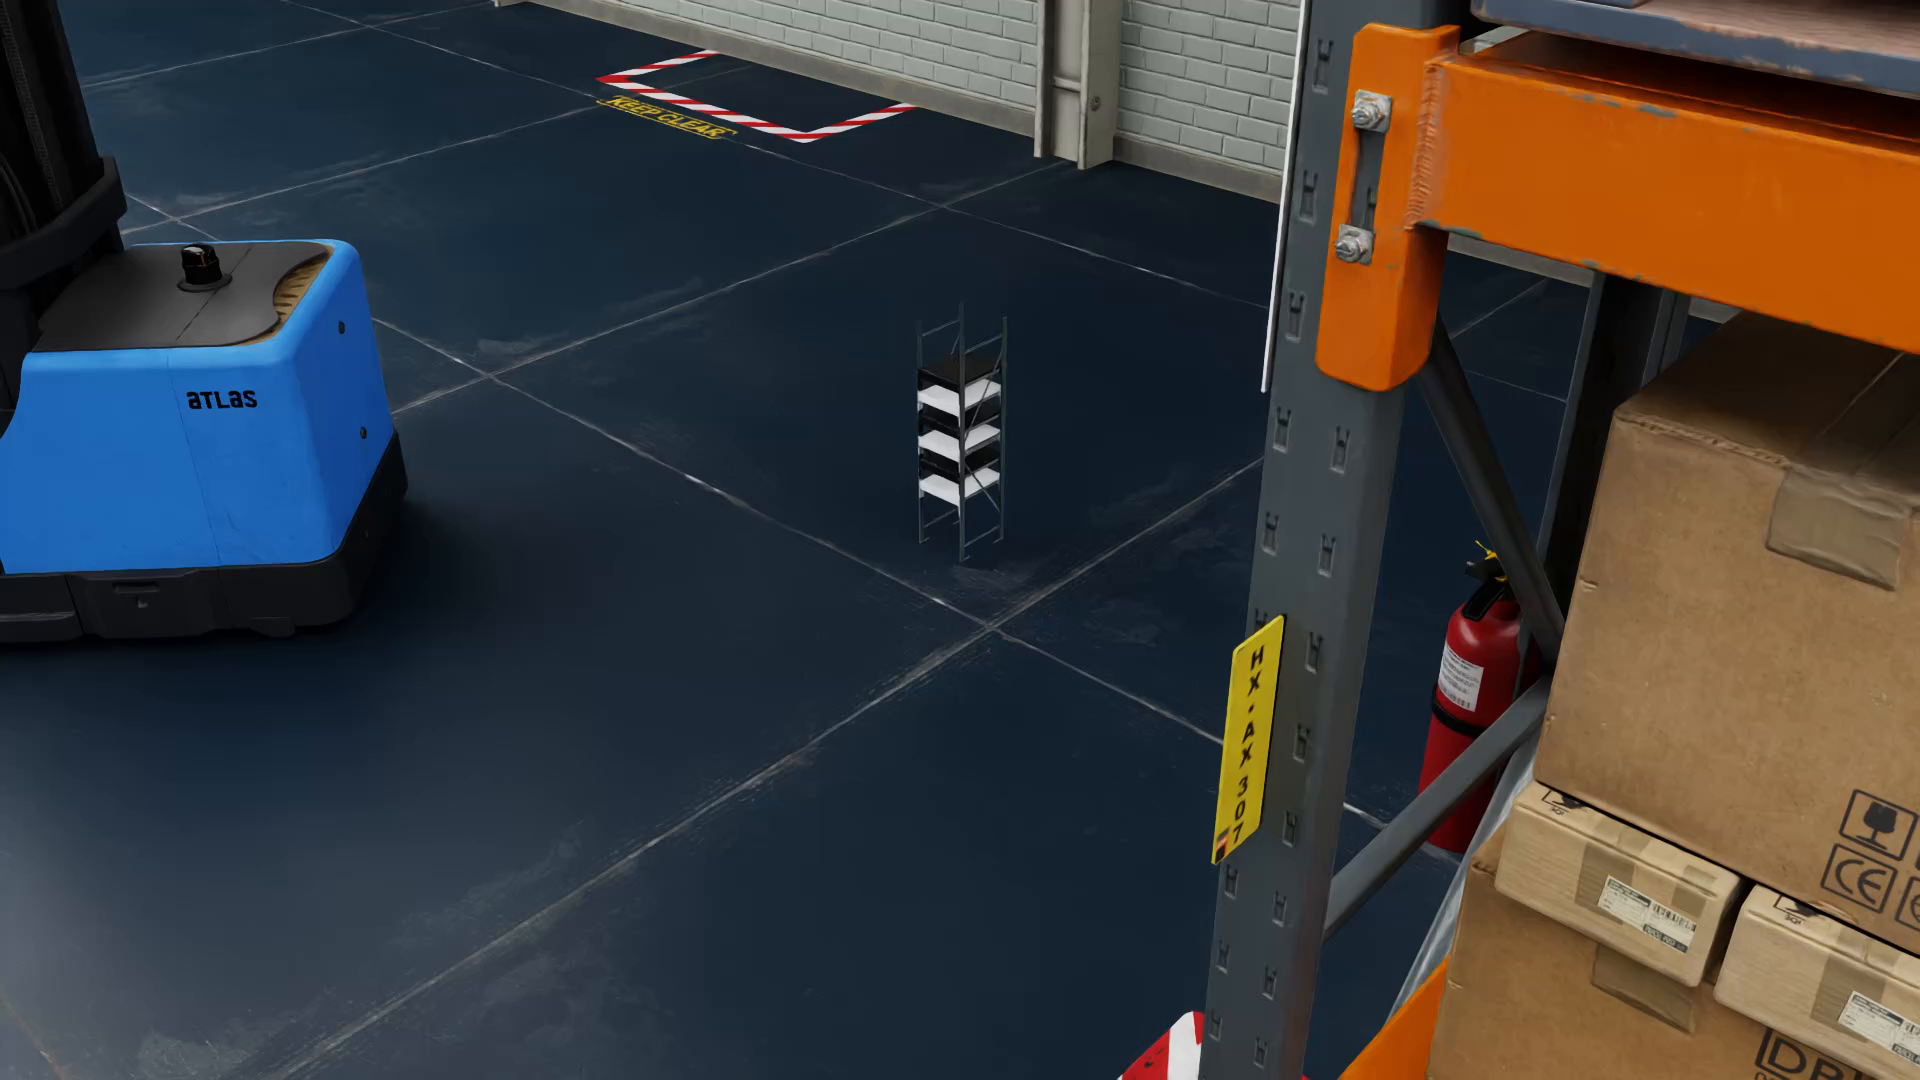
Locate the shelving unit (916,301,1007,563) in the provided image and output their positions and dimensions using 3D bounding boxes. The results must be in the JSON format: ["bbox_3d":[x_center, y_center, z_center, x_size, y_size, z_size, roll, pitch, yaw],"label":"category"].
[{"bbox_3d":[0.006,-0.383,6.013,0.210,0.900,0.258,25,39,35],"label":"shelving unit"}]

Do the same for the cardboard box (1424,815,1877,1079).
[{"bbox_3d":[1.062,0.565,2.306,0.500,0.500,0.700,25,39,35],"label":"cardboard box"}]

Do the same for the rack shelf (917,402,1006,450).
[{"bbox_3d":[0.006,-0.431,5.984,0.200,0.077,0.258,25,39,35],"label":"rack shelf"}]

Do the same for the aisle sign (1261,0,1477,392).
[{"bbox_3d":[0.470,-0.578,1.781,0.004,0.787,0.394,25,39,35],"label":"aisle sign"}]

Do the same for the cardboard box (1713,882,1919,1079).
[{"bbox_3d":[1.069,0.429,1.903,0.250,0.149,0.380,24,38,34],"label":"cardboard box"}]

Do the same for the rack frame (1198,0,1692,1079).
[{"bbox_3d":[0.727,0.440,2.611,0.053,2.616,0.949,25,39,35],"label":"rack frame"}]

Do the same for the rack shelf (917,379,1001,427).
[{"bbox_3d":[0.006,-0.508,5.938,0.200,0.077,0.258,25,39,35],"label":"rack shelf"}]

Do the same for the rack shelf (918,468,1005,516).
[{"bbox_3d":[0.006,-0.200,6.123,0.200,0.077,0.258,25,39,35],"label":"rack shelf"}]

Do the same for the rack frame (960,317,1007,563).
[{"bbox_3d":[0.081,-0.348,5.955,0.006,0.900,0.240,25,39,35],"label":"rack frame"}]

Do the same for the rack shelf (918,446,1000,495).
[{"bbox_3d":[0.006,-0.277,6.077,0.200,0.077,0.258,25,39,35],"label":"rack shelf"}]

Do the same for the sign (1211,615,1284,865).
[{"bbox_3d":[0.348,0.247,2.016,0.005,0.325,0.100,25,39,35],"label":"sign"}]

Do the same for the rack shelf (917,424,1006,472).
[{"bbox_3d":[0.006,-0.354,6.030,0.200,0.077,0.258,25,39,35],"label":"rack shelf"}]

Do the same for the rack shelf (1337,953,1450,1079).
[{"bbox_3d":[2.208,1.442,1.644,4.000,0.370,1.077,25,39,35],"label":"rack shelf"}]

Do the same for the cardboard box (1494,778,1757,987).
[{"bbox_3d":[0.871,0.339,2.053,0.250,0.149,0.380,25,39,35],"label":"cardboard box"}]

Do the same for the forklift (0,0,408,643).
[{"bbox_3d":[-3.621,-1.123,5.274,3.031,2.935,1.130,-2,31,-3],"label":"forklift"}]

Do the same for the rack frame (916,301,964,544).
[{"bbox_3d":[-0.069,-0.418,6.072,0.006,0.900,0.240,25,39,35],"label":"rack frame"}]

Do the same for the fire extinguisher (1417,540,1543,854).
[{"bbox_3d":[0.949,0.256,2.992,0.183,0.674,0.296,25,39,35],"label":"fire extinguisher"}]

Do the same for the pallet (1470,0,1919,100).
[{"bbox_3d":[1.232,-0.551,1.435,1.213,0.211,1.003,25,39,35],"label":"pallet"}]

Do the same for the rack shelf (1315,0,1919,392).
[{"bbox_3d":[2.208,0.157,0.871,4.000,0.370,1.077,25,39,35],"label":"rack shelf"}]

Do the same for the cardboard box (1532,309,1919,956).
[{"bbox_3d":[1.102,0.027,1.941,0.500,0.500,0.700,25,39,35],"label":"cardboard box"}]

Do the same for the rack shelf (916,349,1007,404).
[{"bbox_3d":[0.006,-0.585,5.891,0.200,0.077,0.258,25,39,35],"label":"rack shelf"}]

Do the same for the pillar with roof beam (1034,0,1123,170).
[{"bbox_3d":[-2.192,-4.543,5.072,0.400,9.000,9.100,25,39,35],"label":"pillar with roof beam"}]
